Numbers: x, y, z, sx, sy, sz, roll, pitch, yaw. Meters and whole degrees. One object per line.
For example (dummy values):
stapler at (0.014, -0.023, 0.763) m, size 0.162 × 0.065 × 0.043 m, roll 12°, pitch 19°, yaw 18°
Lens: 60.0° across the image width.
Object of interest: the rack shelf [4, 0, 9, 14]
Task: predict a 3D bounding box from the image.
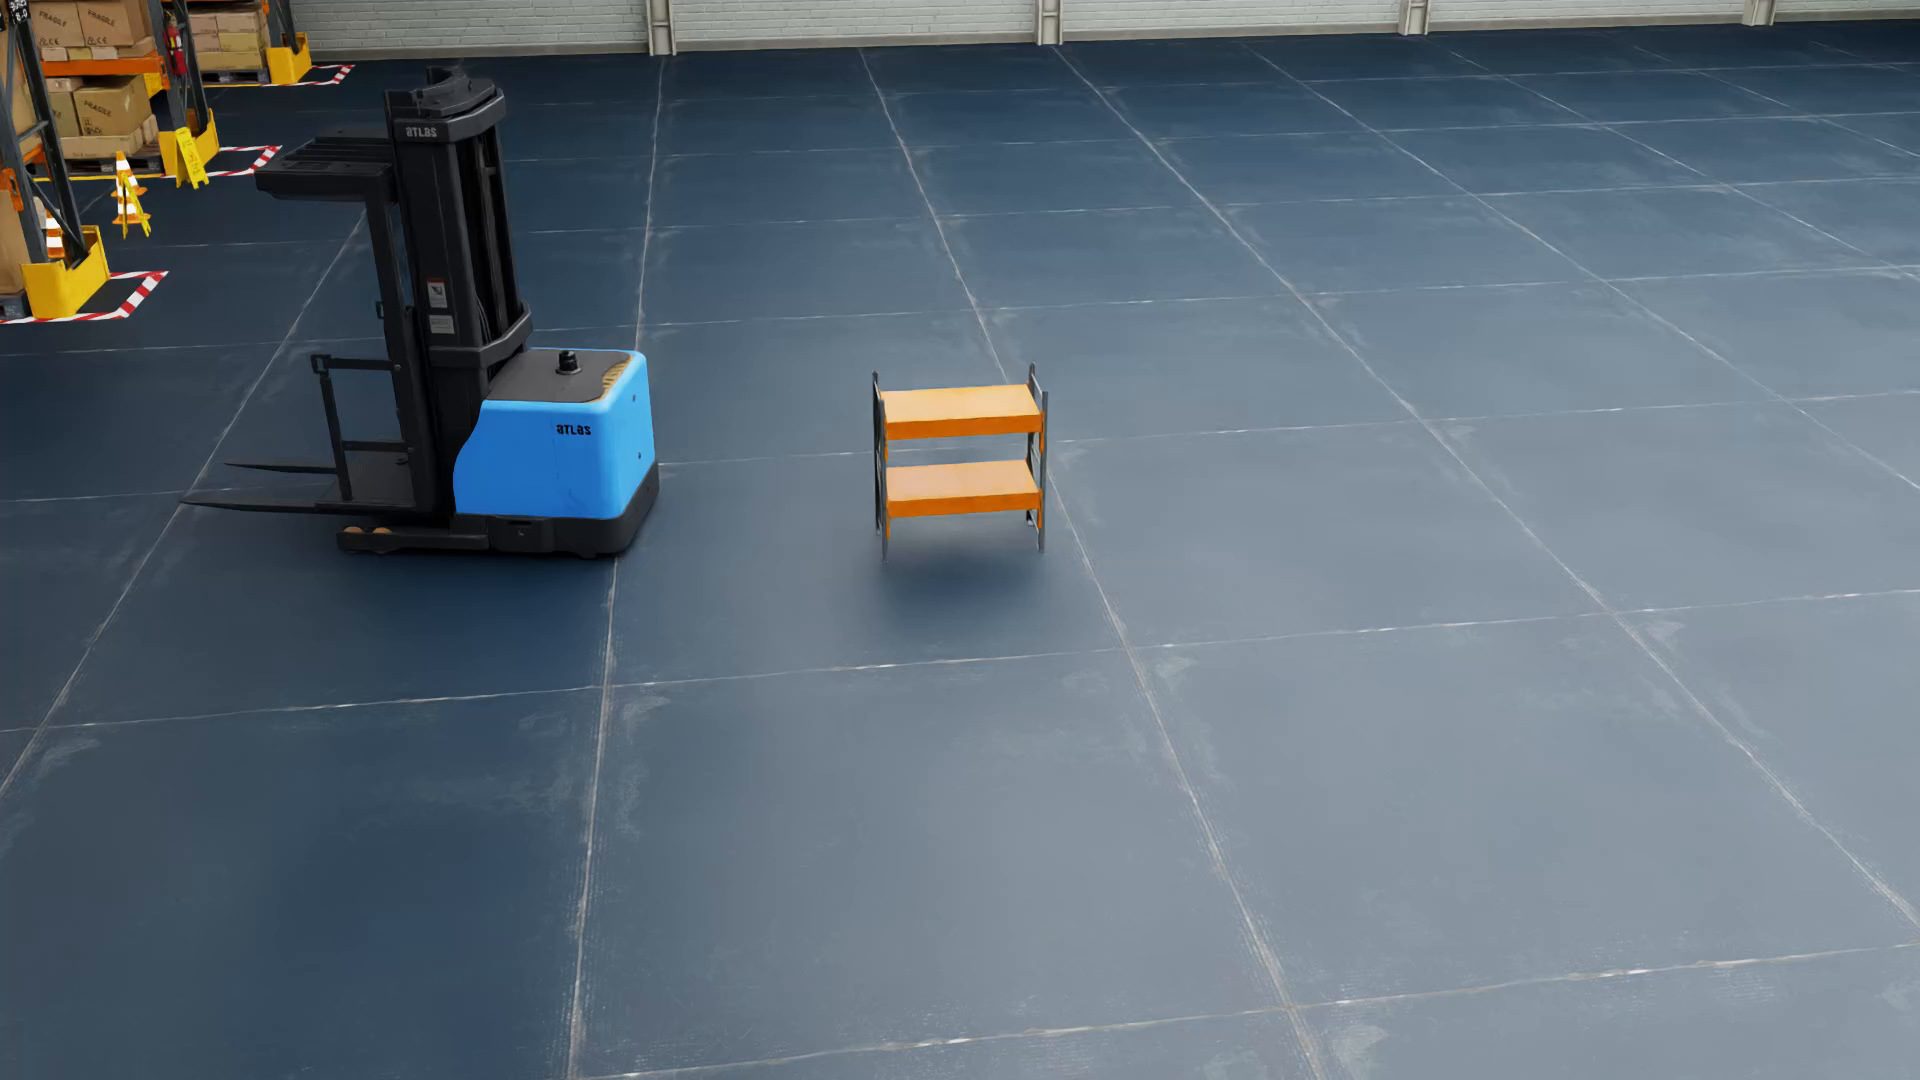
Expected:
rack shelf at (-10.171, -4.457, 13.856) m, size 4.000 × 0.370 × 1.077 m, roll -4°, pitch 27°, yaw -7°

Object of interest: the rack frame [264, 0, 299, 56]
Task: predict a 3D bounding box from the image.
rack frame at (-9.675, -8.045, 23.346) m, size 0.127 × 3.000 × 1.000 m, roll -4°, pitch 27°, yaw -7°

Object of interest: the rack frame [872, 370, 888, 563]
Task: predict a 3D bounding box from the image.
rack frame at (-0.510, -0.468, 10.632) m, size 0.032 × 1.125 × 0.500 m, roll -4°, pitch 27°, yaw -7°

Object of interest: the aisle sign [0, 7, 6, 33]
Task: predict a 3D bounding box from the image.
aisle sign at (-8.078, -4.596, 13.775) m, size 0.004 × 0.787 × 0.394 m, roll -4°, pitch 27°, yaw -7°

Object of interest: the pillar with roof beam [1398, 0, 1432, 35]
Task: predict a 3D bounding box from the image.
pillar with roof beam at (7.934, -10.276, 21.122) m, size 0.400 × 9.000 × 9.100 m, roll -4°, pitch 27°, yaw -7°

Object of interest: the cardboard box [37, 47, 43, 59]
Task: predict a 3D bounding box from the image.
cardboard box at (-10.337, -5.513, 18.687) m, size 0.250 × 0.149 × 0.380 m, roll -3°, pitch 27°, yaw -6°

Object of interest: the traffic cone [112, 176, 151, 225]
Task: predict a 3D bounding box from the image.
traffic cone at (-8.735, -3.582, 17.427) m, size 0.334 × 0.463 × 0.336 m, roll -4°, pitch 27°, yaw -7°

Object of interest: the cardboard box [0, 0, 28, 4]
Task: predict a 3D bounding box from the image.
cardboard box at (-10.448, -6.184, 18.188) m, size 0.500 × 0.500 × 0.700 m, roll -4°, pitch 27°, yaw -8°

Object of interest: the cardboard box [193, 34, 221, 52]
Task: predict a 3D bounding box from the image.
cardboard box at (-10.612, -7.032, 23.375) m, size 0.500 × 0.250 × 0.500 m, roll -4°, pitch 27°, yaw -8°

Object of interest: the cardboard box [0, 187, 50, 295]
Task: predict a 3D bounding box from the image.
cardboard box at (-8.852, -2.739, 14.871) m, size 0.875 × 0.875 × 0.875 m, roll -4°, pitch 27°, yaw -7°

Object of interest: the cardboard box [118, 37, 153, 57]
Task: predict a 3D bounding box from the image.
cardboard box at (-9.320, -5.569, 18.796) m, size 0.250 × 0.149 × 0.380 m, roll -3°, pitch 27°, yaw -5°

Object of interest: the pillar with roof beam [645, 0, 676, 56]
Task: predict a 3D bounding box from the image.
pillar with roof beam at (-3.949, -9.513, 19.635) m, size 0.400 × 9.000 × 9.100 m, roll -4°, pitch 27°, yaw -7°

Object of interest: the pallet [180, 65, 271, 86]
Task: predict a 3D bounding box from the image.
pallet at (-10.427, -6.737, 23.851) m, size 1.213 × 0.211 × 1.003 m, roll -4°, pitch 27°, yaw -7°

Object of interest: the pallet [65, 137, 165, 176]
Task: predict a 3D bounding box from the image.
pallet at (-9.865, -4.520, 19.531) m, size 1.213 × 0.211 × 1.003 m, roll -4°, pitch 27°, yaw -7°

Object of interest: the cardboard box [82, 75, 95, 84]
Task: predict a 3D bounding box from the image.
cardboard box at (-10.358, -5.135, 19.405) m, size 0.500 × 0.500 × 0.500 m, roll -5°, pitch 28°, yaw -9°

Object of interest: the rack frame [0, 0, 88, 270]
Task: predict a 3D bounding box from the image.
rack frame at (-8.190, -3.570, 14.624) m, size 0.127 × 3.000 × 1.000 m, roll -4°, pitch 27°, yaw -7°

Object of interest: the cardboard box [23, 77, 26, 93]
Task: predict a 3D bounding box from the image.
cardboard box at (-10.602, -5.134, 18.692) m, size 0.250 × 0.149 × 0.380 m, roll -3°, pitch 27°, yaw -5°

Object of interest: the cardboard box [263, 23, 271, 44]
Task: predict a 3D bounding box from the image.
cardboard box at (-10.170, -7.295, 23.888) m, size 0.500 × 0.250 × 0.500 m, roll -3°, pitch 27°, yaw -6°

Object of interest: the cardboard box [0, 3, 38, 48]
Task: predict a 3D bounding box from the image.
cardboard box at (-10.471, -5.759, 18.455) m, size 0.500 × 0.500 × 0.500 m, roll -4°, pitch 27°, yaw -7°

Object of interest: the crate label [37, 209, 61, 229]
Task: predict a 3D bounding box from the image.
crate label at (-9.504, -3.359, 17.349) m, size 0.298 × 0.136 × 0.250 m, roll -20°, pitch 33°, yaw -33°

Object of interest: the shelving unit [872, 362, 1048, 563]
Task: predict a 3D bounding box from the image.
shelving unit at (-0.007, -0.500, 10.695) m, size 1.048 × 1.125 × 0.538 m, roll -4°, pitch 27°, yaw -7°

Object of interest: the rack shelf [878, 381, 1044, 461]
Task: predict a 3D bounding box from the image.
rack shelf at (-0.007, -0.760, 10.561) m, size 1.000 × 0.278 × 0.538 m, roll -4°, pitch 27°, yaw -7°

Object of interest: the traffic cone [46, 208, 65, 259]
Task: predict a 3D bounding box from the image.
traffic cone at (-8.914, -3.050, 16.389) m, size 0.334 × 0.463 × 0.336 m, roll -4°, pitch 27°, yaw -7°

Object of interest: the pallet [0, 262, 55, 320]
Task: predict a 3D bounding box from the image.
pallet at (-8.971, -2.243, 15.093) m, size 1.213 × 0.211 × 1.003 m, roll -4°, pitch 27°, yaw -7°

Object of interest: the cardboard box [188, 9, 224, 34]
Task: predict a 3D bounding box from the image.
cardboard box at (-10.592, -7.248, 23.249) m, size 0.500 × 0.250 × 0.500 m, roll -3°, pitch 27°, yaw -6°

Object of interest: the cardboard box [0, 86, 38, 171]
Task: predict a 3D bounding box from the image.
cardboard box at (-8.551, -3.593, 14.504) m, size 0.550 × 0.550 × 0.875 m, roll -4°, pitch 27°, yaw -7°

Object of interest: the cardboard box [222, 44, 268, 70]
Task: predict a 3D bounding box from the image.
cardboard box at (-10.096, -6.836, 23.541) m, size 0.500 × 0.250 × 0.500 m, roll -3°, pitch 27°, yaw -7°

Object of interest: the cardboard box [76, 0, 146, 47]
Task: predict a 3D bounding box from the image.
cardboard box at (-9.479, -5.819, 18.572) m, size 0.500 × 0.500 × 0.500 m, roll -4°, pitch 27°, yaw -8°

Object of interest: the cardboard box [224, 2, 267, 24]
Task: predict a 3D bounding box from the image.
cardboard box at (-10.177, -7.508, 23.757) m, size 0.500 × 0.250 × 0.500 m, roll -4°, pitch 27°, yaw -8°

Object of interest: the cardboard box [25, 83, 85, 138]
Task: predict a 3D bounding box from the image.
cardboard box at (-10.253, -4.895, 18.937) m, size 0.500 × 0.500 × 0.500 m, roll -3°, pitch 27°, yaw -5°

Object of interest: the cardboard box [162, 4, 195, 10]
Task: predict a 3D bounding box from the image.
cardboard box at (-11.168, -7.448, 23.639) m, size 0.500 × 0.250 × 0.500 m, roll -4°, pitch 27°, yaw -7°

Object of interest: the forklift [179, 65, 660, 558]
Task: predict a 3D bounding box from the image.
forklift at (-3.616, -1.452, 10.572) m, size 3.031 × 2.935 × 1.130 m, roll 2°, pitch 27°, yaw 5°

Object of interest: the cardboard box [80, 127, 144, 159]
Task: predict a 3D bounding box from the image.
cardboard box at (-9.767, -4.590, 19.165) m, size 0.500 × 0.250 × 0.500 m, roll -4°, pitch 27°, yaw -7°

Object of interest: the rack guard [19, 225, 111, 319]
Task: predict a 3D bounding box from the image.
rack guard at (-8.166, -2.459, 15.198) m, size 0.348 × 0.500 × 1.175 m, roll -4°, pitch 27°, yaw -7°

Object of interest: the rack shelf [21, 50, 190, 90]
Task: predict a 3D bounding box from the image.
rack shelf at (-10.960, -5.354, 18.889) m, size 4.000 × 0.370 × 1.077 m, roll -4°, pitch 27°, yaw -7°

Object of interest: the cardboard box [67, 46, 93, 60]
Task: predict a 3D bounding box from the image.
cardboard box at (-9.813, -5.496, 18.654) m, size 0.250 × 0.149 × 0.380 m, roll -4°, pitch 27°, yaw -8°

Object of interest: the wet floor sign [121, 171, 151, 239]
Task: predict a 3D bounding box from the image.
wet floor sign at (-8.437, -3.419, 16.910) m, size 0.232 × 0.644 × 0.267 m, roll -8°, pitch 28°, yaw -16°

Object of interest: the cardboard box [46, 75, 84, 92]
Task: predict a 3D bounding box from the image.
cardboard box at (-10.091, -5.165, 18.752) m, size 0.250 × 0.149 × 0.380 m, roll -3°, pitch 27°, yaw -6°
